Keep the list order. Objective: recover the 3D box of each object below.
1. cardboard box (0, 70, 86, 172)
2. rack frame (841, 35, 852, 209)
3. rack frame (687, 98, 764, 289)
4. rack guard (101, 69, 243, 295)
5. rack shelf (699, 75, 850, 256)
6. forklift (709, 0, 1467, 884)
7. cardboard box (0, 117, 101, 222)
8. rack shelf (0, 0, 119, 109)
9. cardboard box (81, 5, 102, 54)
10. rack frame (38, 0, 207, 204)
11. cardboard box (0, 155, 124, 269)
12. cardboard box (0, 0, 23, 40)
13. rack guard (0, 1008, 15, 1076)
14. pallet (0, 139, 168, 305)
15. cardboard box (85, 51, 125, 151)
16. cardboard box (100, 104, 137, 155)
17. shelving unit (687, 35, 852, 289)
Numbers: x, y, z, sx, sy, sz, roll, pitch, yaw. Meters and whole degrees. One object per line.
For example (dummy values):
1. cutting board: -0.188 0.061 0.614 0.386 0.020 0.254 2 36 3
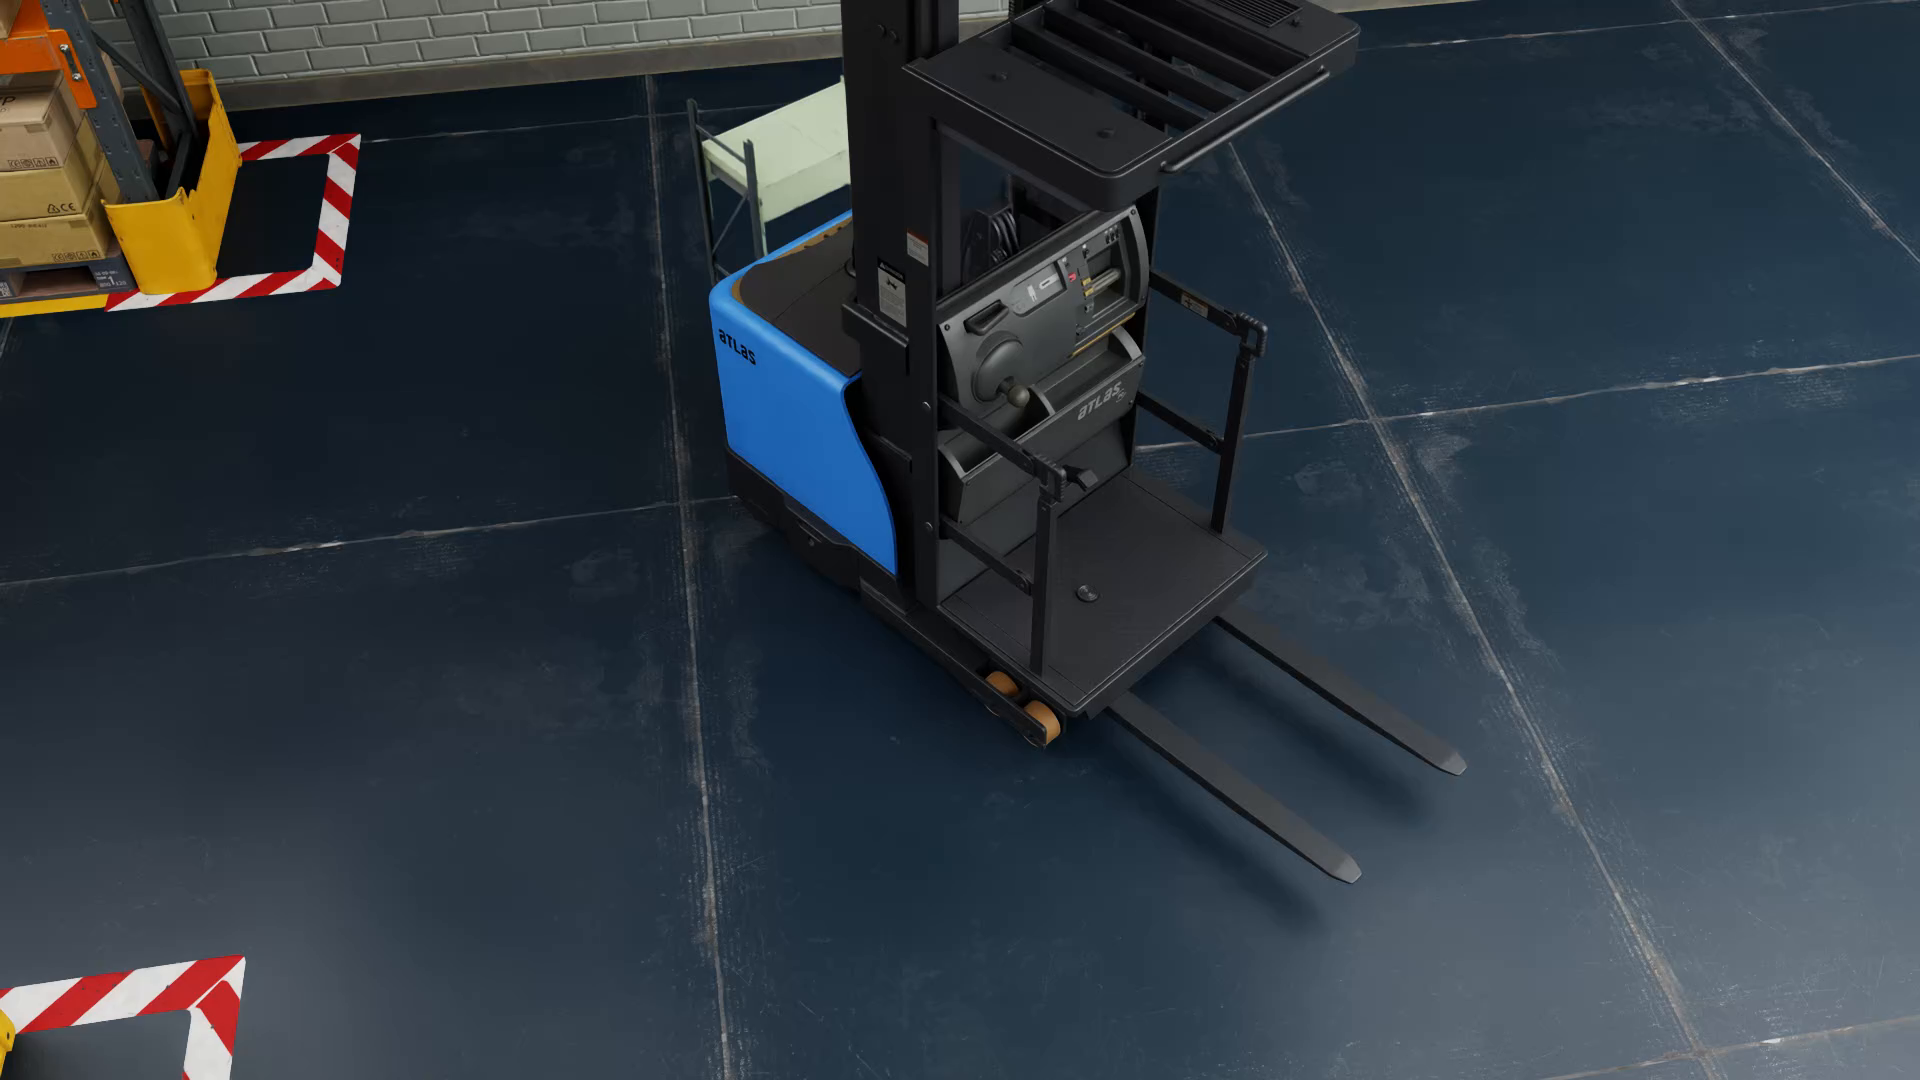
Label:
1. cardboard box: -4.239 -1.884 7.406 0.500 0.250 0.500 -6 46 -5
2. rack frame: -0.335 -1.374 7.032 0.023 1.500 0.400 -32 54 -27
3. rack frame: -0.892 -1.032 6.702 0.023 1.500 0.400 -32 54 -27
4. rack guard: -3.815 -1.759 8.098 0.348 0.500 1.175 -7 46 -7
5. rack shelf: -0.614 -1.474 6.586 0.720 0.370 0.431 -32 54 -27
6. forklift: 0.440 -0.695 5.385 1.130 2.935 3.031 -35 56 -29
7. cardboard box: -4.265 -1.707 7.582 0.500 0.250 0.500 -8 47 -7
8. rack shelf: -5.810 -2.128 7.217 4.000 0.370 1.077 -7 46 -7
9. cardboard box: -4.345 -2.237 7.746 0.500 0.250 0.500 -8 47 -7
10. rack frame: -3.839 -2.623 7.195 0.127 3.000 1.000 -7 46 -7
11. cardboard box: -4.248 -1.533 7.762 0.500 0.250 0.500 -7 46 -7
12. cardboard box: -4.279 -2.411 6.921 0.500 0.500 0.500 -8 47 -8
13. rack guard: -3.064 1.775 4.693 0.348 0.500 1.175 -7 46 -7
14. pallet: -4.585 -1.532 8.080 1.213 0.211 1.003 -7 46 -7
15. cardboard box: -4.338 -2.078 7.940 0.500 0.250 0.500 -6 46 -6
16. cardboard box: -4.356 -1.894 8.109 0.500 0.250 0.500 -7 46 -7
17. shelving unit: -0.613 -1.203 6.867 0.755 1.500 0.431 -32 54 -27
